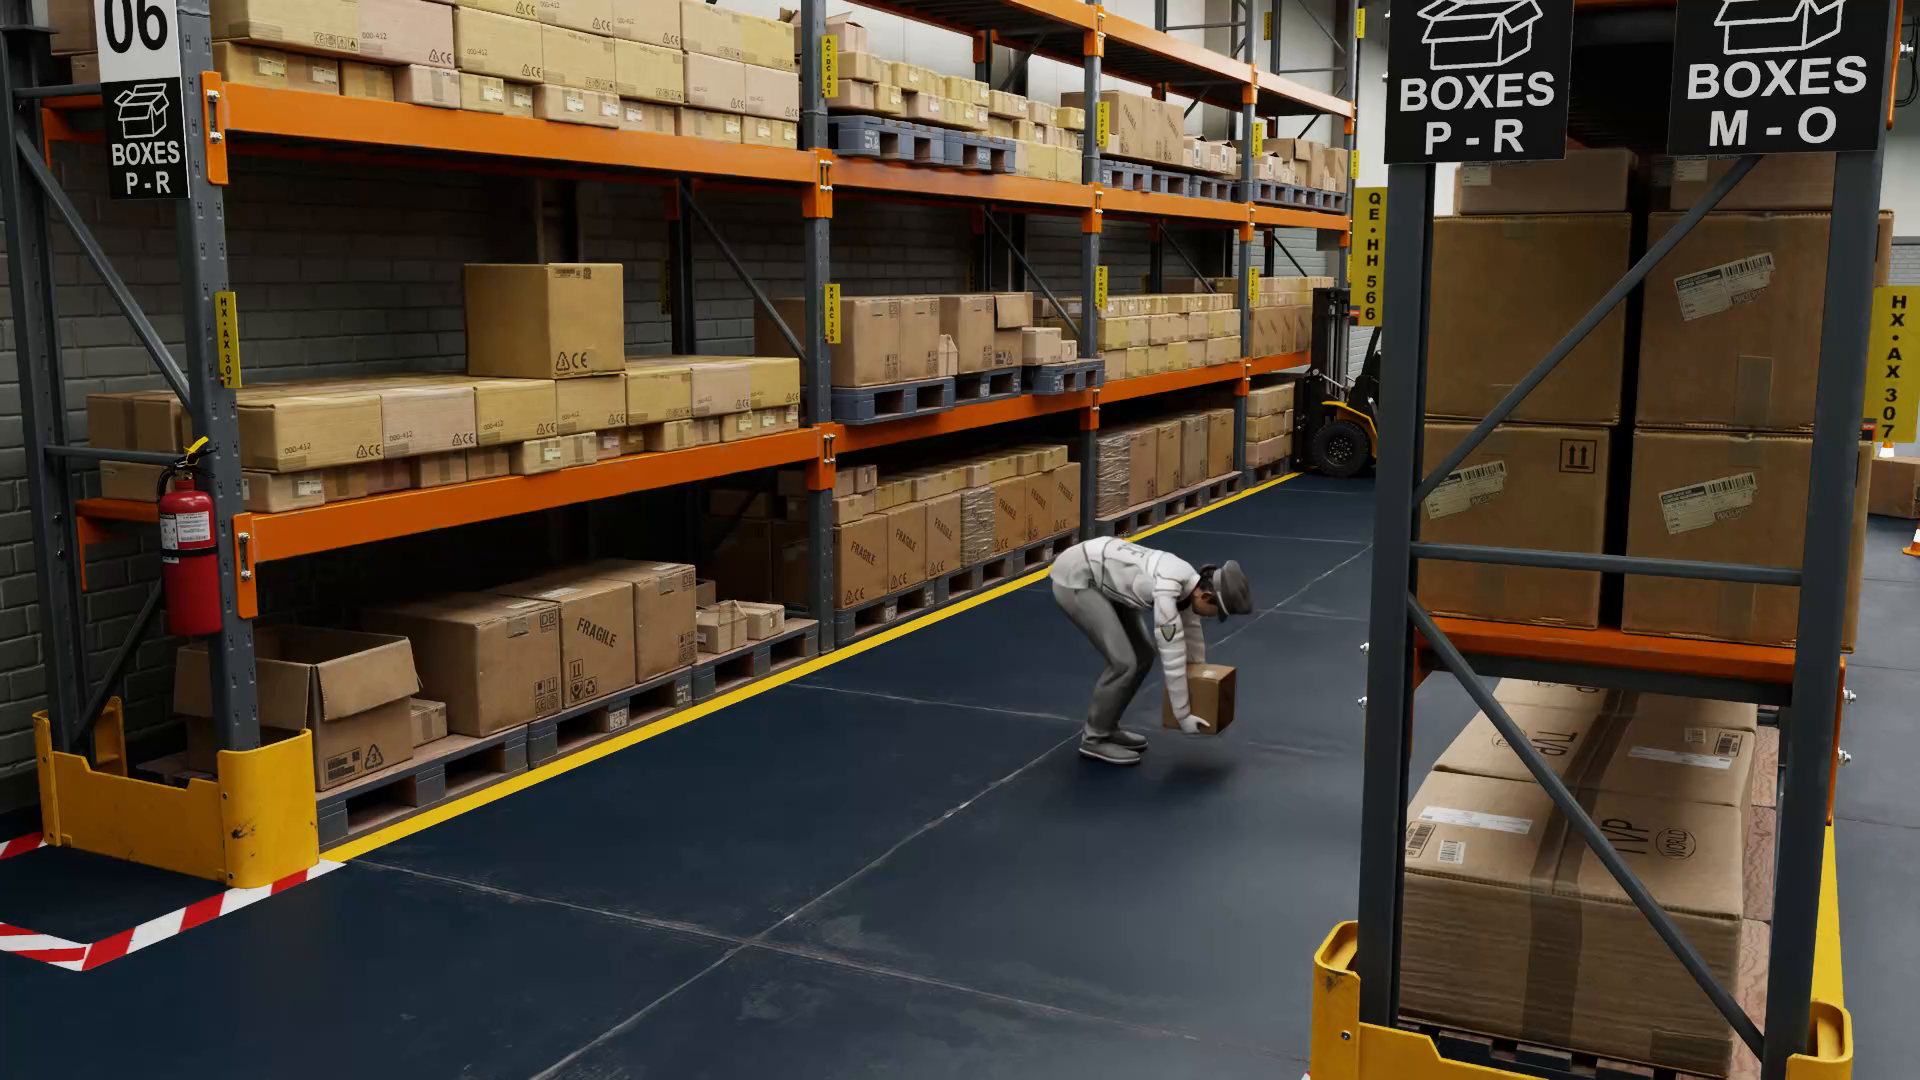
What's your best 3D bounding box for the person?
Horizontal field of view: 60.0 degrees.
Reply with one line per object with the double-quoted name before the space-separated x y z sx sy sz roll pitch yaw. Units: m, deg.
"person" 0.907 0.499 7.398 0.782 0.990 0.378 4 10 23
